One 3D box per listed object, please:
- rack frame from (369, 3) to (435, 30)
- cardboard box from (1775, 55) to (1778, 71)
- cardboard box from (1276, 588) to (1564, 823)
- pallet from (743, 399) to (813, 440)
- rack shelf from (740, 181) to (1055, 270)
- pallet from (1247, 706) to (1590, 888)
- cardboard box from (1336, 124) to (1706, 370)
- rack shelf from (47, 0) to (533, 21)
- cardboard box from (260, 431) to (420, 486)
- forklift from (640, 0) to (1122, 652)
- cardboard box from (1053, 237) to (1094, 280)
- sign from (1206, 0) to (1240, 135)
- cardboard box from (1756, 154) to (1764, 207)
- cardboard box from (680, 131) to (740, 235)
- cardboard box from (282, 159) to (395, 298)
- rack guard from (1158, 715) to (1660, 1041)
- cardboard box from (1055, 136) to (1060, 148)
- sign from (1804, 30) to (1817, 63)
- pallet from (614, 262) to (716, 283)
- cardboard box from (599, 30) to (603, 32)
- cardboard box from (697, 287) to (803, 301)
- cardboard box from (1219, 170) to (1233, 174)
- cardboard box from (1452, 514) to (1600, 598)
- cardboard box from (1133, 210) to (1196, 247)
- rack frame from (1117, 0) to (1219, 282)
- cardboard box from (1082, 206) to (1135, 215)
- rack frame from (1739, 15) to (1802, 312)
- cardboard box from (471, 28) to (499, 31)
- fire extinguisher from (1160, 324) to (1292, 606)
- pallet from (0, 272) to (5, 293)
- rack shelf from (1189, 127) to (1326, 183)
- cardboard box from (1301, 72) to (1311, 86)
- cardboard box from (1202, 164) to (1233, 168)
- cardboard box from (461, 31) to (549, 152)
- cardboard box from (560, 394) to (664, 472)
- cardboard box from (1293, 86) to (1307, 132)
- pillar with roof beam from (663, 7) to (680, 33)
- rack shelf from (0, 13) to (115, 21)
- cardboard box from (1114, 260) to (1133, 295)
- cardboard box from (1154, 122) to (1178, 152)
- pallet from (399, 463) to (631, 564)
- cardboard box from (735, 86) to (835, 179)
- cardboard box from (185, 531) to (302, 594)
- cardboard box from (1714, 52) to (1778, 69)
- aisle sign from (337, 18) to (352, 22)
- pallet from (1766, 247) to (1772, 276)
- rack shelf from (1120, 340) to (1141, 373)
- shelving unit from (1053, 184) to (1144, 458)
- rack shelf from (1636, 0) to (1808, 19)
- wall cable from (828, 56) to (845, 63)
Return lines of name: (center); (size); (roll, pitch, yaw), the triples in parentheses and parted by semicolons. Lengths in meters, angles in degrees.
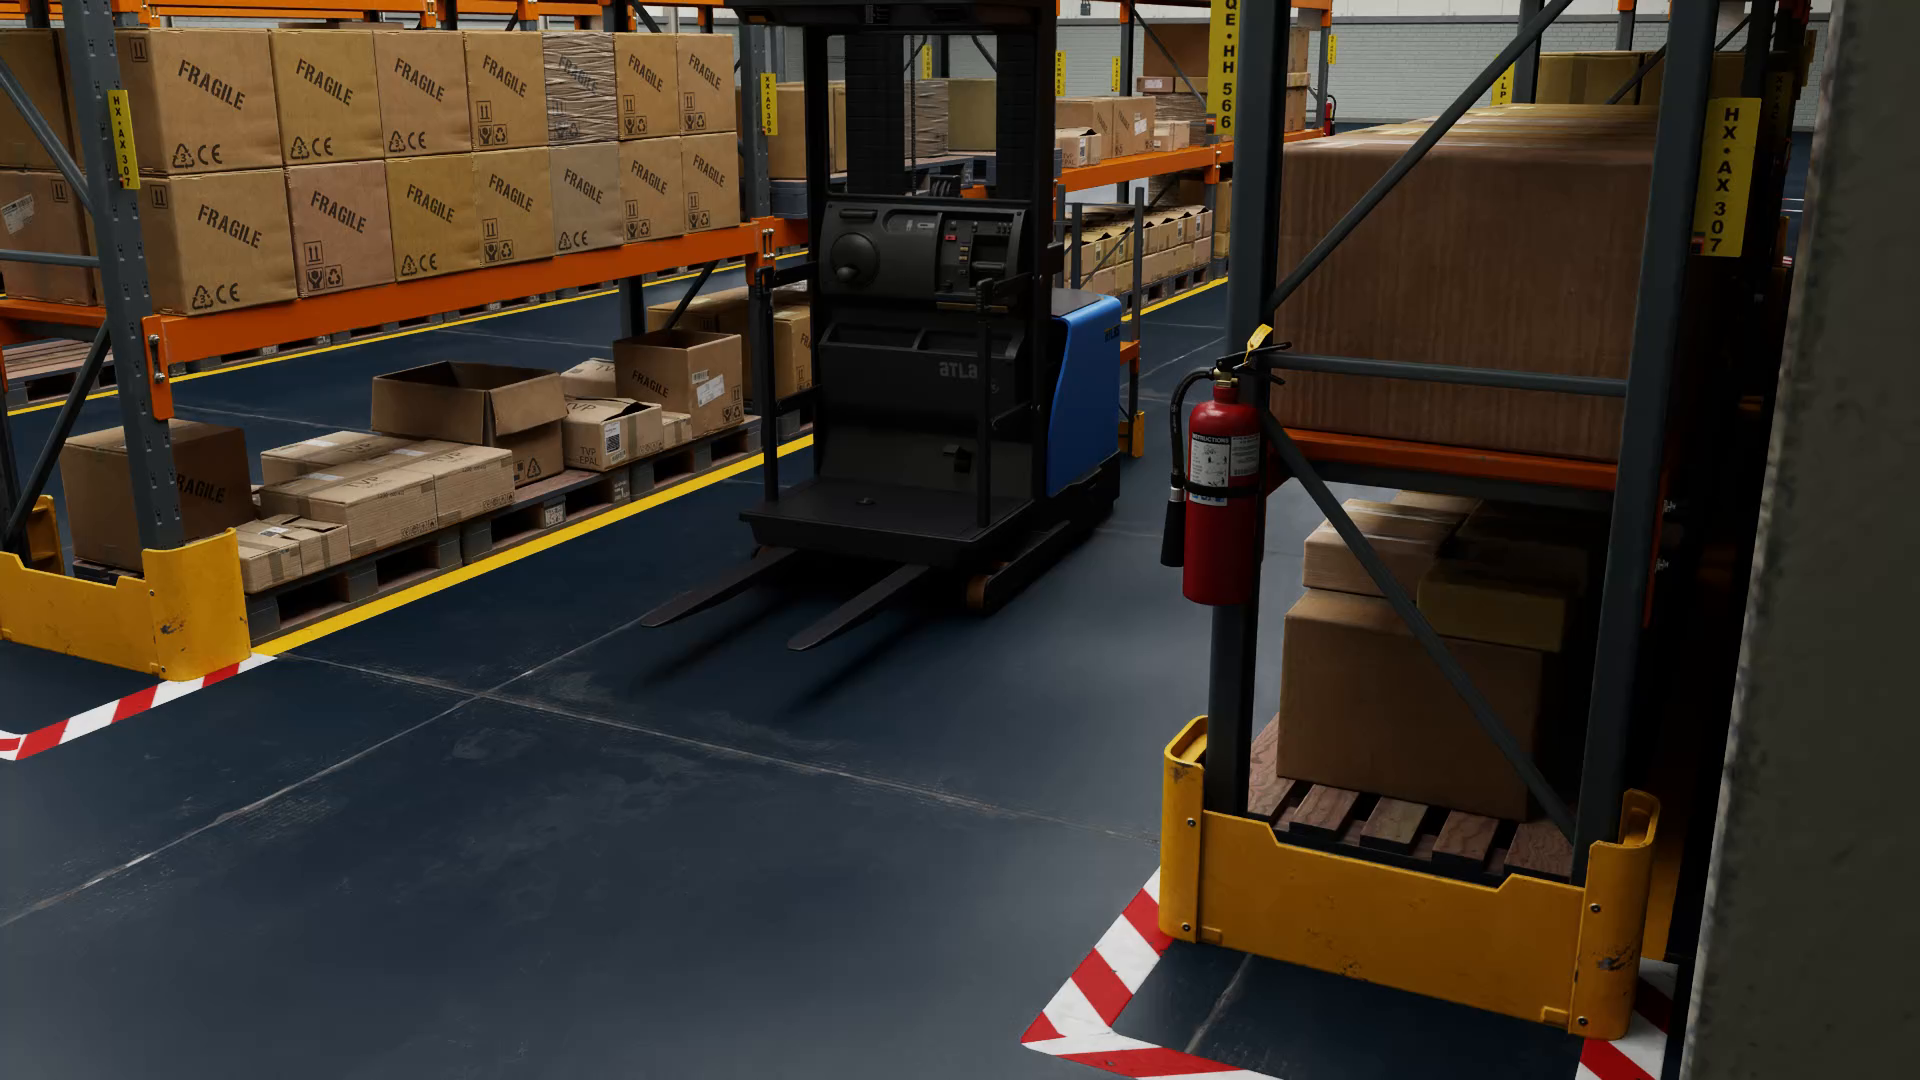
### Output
rack frame: (-6.819, -5.327, 20.526); (1.000, 3.000, 0.127); (8, 18, 25)
cardboard box: (3.786, -2.305, 8.300); (0.500, 0.250, 0.500); (7, 18, 24)
cardboard box: (1.336, 0.426, 4.809); (0.700, 0.500, 0.500); (8, 18, 25)
pallet: (-1.203, -0.903, 10.529); (1.003, 0.211, 1.213); (8, 18, 25)
rack shelf: (-0.639, -2.193, 11.236); (1.077, 0.370, 4.000); (8, 18, 25)
pallet: (1.400, 0.743, 4.986); (1.003, 0.211, 1.213); (8, 18, 25)
cardboard box: (1.647, -0.842, 4.897); (0.980, 0.700, 0.700); (8, 18, 25)
rack shelf: (-5.069, -4.262, 12.934); (1.077, 0.370, 4.000); (8, 18, 25)
cardboard box: (-2.847, -0.310, 7.691); (0.500, 0.250, 0.500); (8, 18, 25)
forklift: (-0.252, -1.241, 6.888); (1.130, 2.935, 3.031); (7, 18, 23)
cardboard box: (0.751, -2.295, 13.424); (0.500, 0.311, 0.500); (9, 19, 27)
sign: (0.634, -1.121, 3.915); (0.100, 0.325, 0.005); (8, 18, 25)
cardboard box: (3.786, -1.946, 8.407); (0.500, 0.500, 0.500); (8, 18, 24)
cardboard box: (-1.527, -1.916, 8.866); (0.500, 0.500, 0.500); (8, 19, 26)
cardboard box: (-2.660, -1.269, 6.686); (0.500, 0.500, 0.500); (8, 18, 25)
rack guard: (1.102, 0.824, 4.205); (1.175, 0.500, 0.348); (8, 18, 25)
cardboard box: (0.456, -3.091, 13.155); (0.500, 0.311, 0.500); (9, 19, 29)
sign: (8.750, -5.086, 17.126); (0.100, 0.325, 0.005); (8, 18, 25)
pallet: (-3.248, -2.843, 17.061); (1.003, 0.211, 1.213); (8, 18, 25)
cardboard box: (-5.056, -6.844, 23.180); (0.500, 0.500, 0.500); (8, 18, 25)
cardboard box: (-1.341, -1.328, 10.678); (0.500, 0.500, 0.500); (8, 18, 26)
cardboard box: (2.976, -3.642, 17.625); (0.500, 0.500, 0.500); (8, 18, 25)
cardboard box: (1.685, 0.043, 4.958); (0.380, 0.149, 0.250); (8, 18, 26)
cardboard box: (1.890, -2.945, 15.612); (0.500, 0.311, 0.500); (9, 19, 27)
rack frame: (2.042, -4.066, 16.279); (1.000, 3.000, 0.127); (8, 18, 25)
cardboard box: (1.406, -3.018, 15.856); (0.500, 0.311, 0.500); (8, 18, 25)
rack frame: (6.475, -3.437, 14.161); (1.000, 3.000, 0.127); (8, 18, 25)
cardboard box: (-6.168, -6.207, 21.033); (0.500, 0.500, 0.500); (8, 18, 25)
fire extinguisher: (0.633, -0.185, 4.002); (0.296, 0.674, 0.183); (8, 18, 25)
pallet: (-9.572, -2.471, 15.806); (1.003, 0.211, 1.213); (8, 18, 25)
rack shelf: (2.935, -4.231, 18.097); (1.077, 0.370, 4.000); (8, 18, 25)
cardboard box: (3.829, -5.322, 19.194); (0.380, 0.149, 0.250); (8, 18, 24)
cardboard box: (2.957, -3.963, 18.706); (0.500, 0.500, 0.500); (8, 18, 25)
cardboard box: (-2.205, -2.006, 7.414); (0.500, 0.500, 0.500); (8, 18, 25)
cardboard box: (-1.869, -0.578, 8.485); (0.500, 0.311, 0.500); (8, 18, 25)
cardboard box: (3.609, -5.015, 19.301); (0.700, 0.500, 0.500); (8, 18, 25)
pillar with roof beam: (-4.881, -16.616, 47.997); (9.100, 9.000, 0.400); (8, 18, 25)
rack shelf: (-14.791, -8.191, 26.161); (1.077, 0.370, 4.000); (8, 18, 25)
cardboard box: (1.202, -2.288, 14.384); (0.500, 0.250, 0.500); (8, 18, 24)
cardboard box: (1.813, -3.754, 15.466); (0.396, 0.266, 0.258); (8, 18, 24)
pallet: (-2.385, -0.205, 8.177); (1.003, 0.211, 1.213); (8, 18, 25)
cardboard box: (-1.121, -2.370, 9.655); (0.700, 0.500, 0.500); (2, 17, 7)
cardboard box: (-2.826, 0.083, 6.543); (0.380, 0.149, 0.250); (8, 18, 25)
cardboard box: (3.567, -2.177, 7.868); (0.500, 0.250, 0.500); (8, 18, 26)
aisle sign: (-9.660, -8.305, 25.987); (0.394, 0.787, 0.004); (8, 18, 25)
pallet: (7.834, -2.897, 17.241); (1.003, 0.211, 1.213); (8, 18, 25)
rack shelf: (0.570, -0.929, 8.983); (0.538, 0.185, 1.000); (7, 18, 22)
shelving unit: (0.567, -1.099, 8.924); (0.587, 1.500, 1.083); (7, 18, 22)
rack shelf: (5.581, -4.020, 12.121); (1.077, 0.370, 4.000); (8, 18, 25)
wall cable: (-3.552, -17.786, 57.389); (3.097, 2.526, 0.112); (8, 18, 25)
